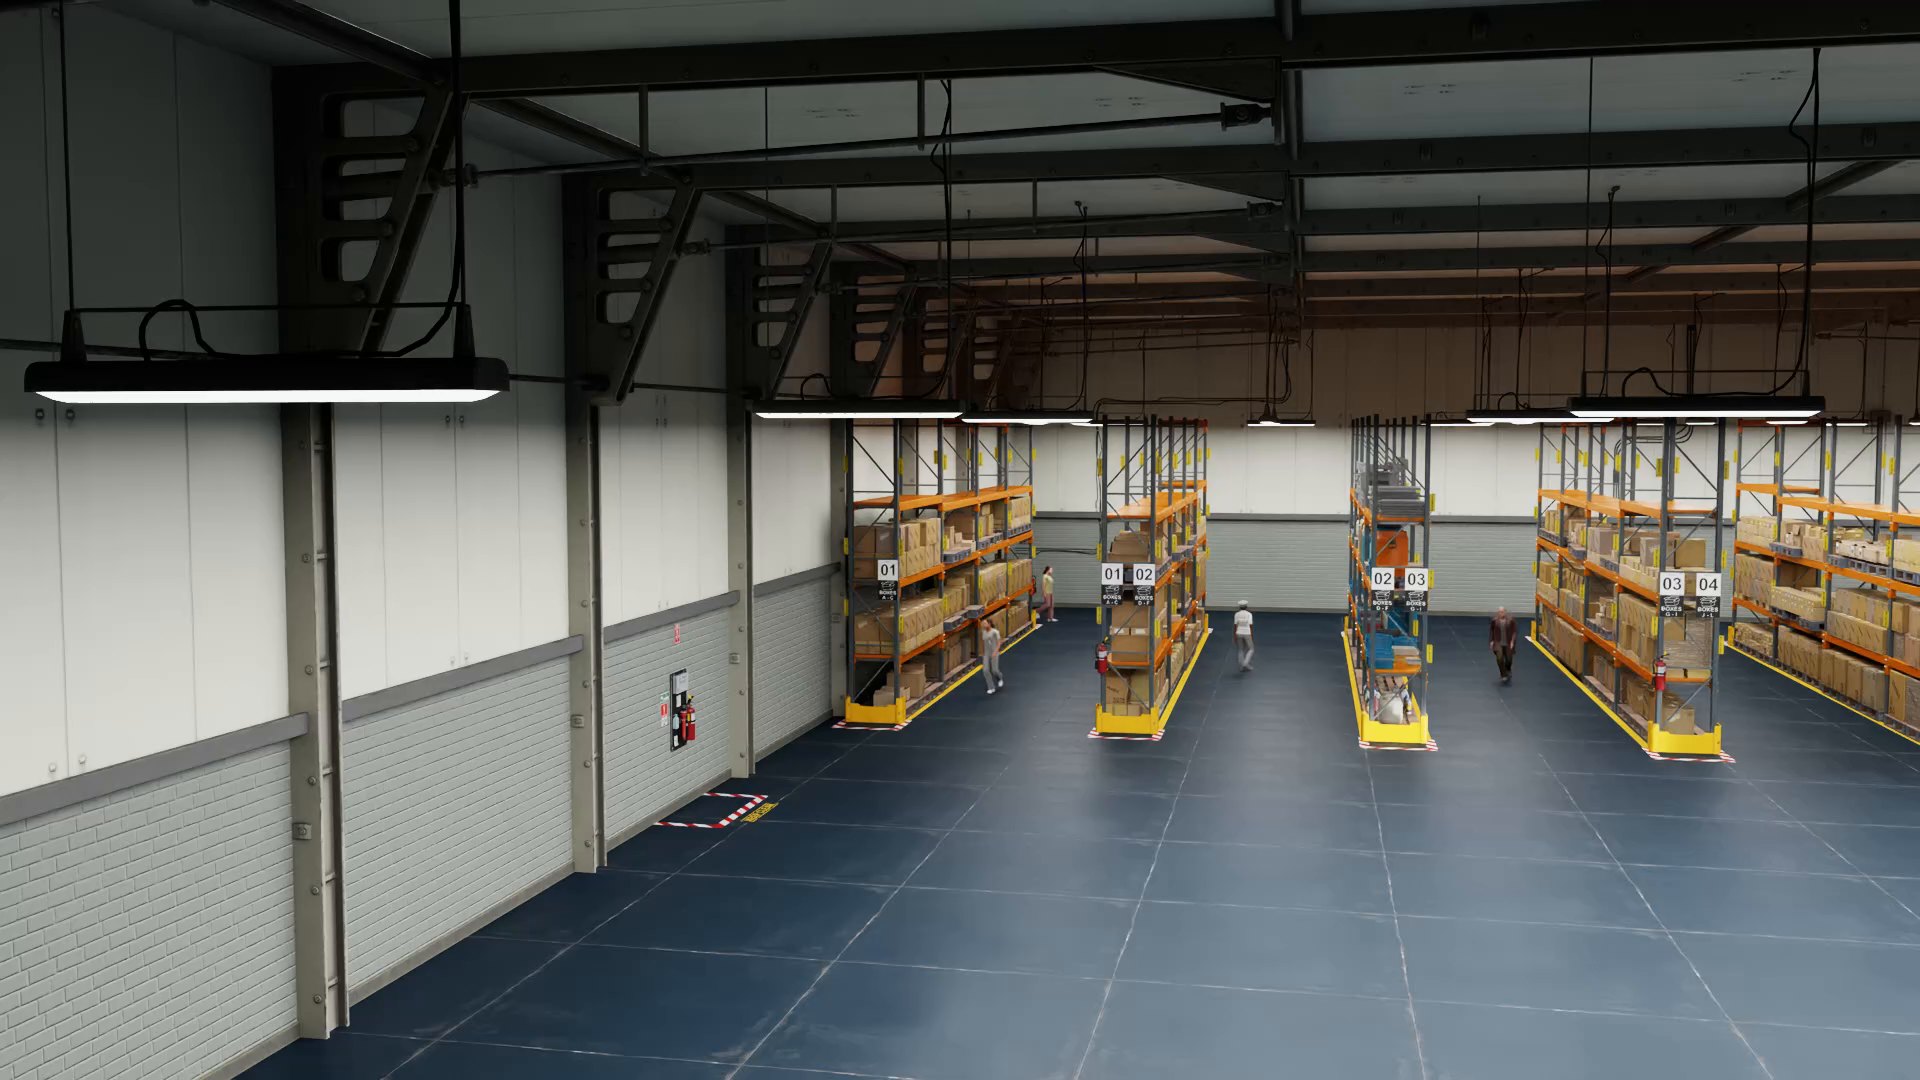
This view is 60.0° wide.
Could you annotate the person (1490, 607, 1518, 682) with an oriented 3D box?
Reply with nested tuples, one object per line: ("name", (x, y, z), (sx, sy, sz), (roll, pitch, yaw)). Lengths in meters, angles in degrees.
("person", (12.416, 2.354, 37.979), (0.617, 1.696, 0.846), (1, 4, 21))

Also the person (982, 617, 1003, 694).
("person", (0.689, 2.499, 36.229), (0.496, 1.639, 0.636), (2, 4, 27))

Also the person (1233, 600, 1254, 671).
("person", (6.711, 2.275, 39.317), (0.511, 1.674, 0.509), (1, 4, 21))

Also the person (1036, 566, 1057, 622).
("person", (2.568, 1.590, 49.392), (0.617, 1.667, 0.490), (2, 4, 32))
